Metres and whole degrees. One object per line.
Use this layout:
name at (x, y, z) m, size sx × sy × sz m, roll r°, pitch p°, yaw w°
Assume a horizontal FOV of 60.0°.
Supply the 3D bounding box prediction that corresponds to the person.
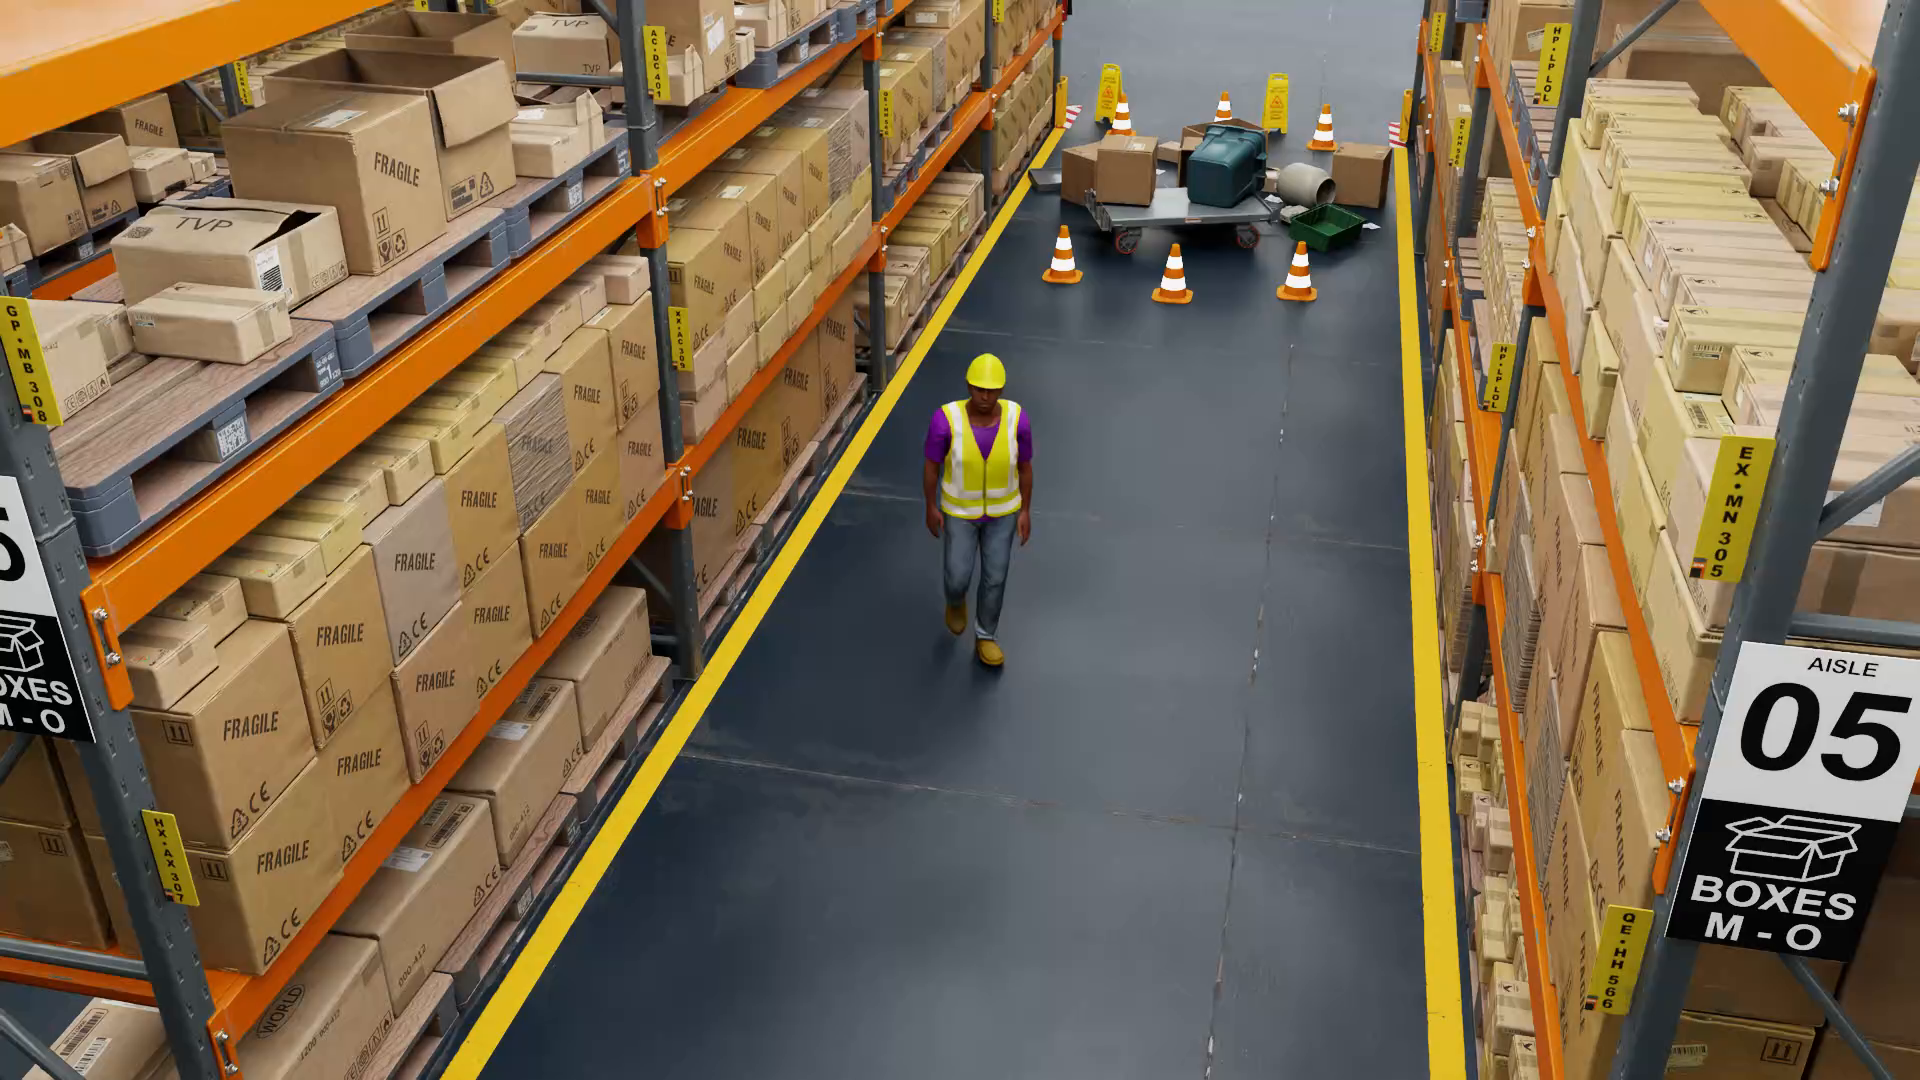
person at (0.095, -0.185, 8.883) m, size 0.581 × 1.758 × 0.544 m, roll -4°, pitch 29°, yaw -8°
